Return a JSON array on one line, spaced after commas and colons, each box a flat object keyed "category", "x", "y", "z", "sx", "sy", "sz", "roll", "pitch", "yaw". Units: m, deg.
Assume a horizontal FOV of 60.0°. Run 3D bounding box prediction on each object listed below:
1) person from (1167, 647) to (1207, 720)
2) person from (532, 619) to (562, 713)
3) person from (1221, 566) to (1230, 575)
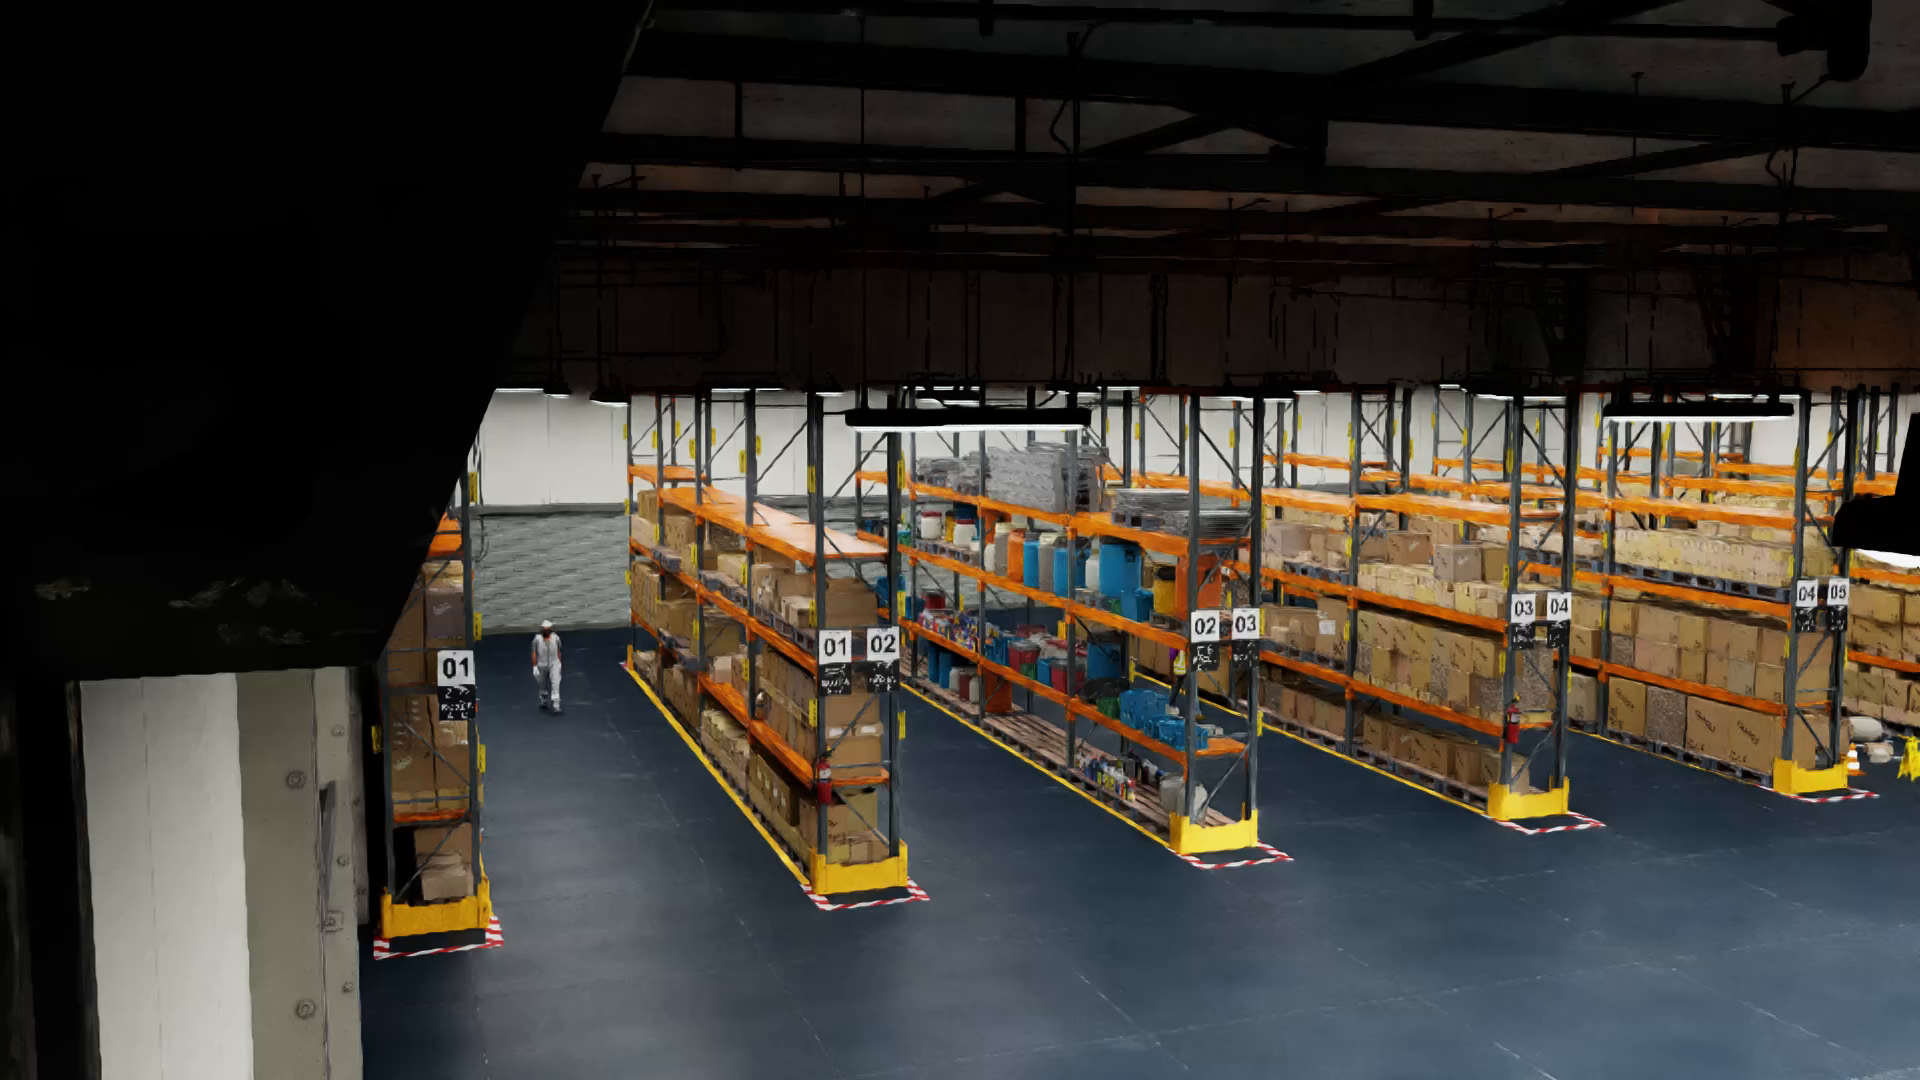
[{"category": "person", "x": 4.052, "y": 2.378, "z": 30.065, "sx": 0.577, "sy": 1.691, "sz": 1.121, "roll": -2, "pitch": 6, "yaw": -17}, {"category": "person", "x": -7.610, "y": 2.304, "z": 30.650, "sx": 0.546, "sy": 1.708, "sz": 1.123, "roll": -2, "pitch": 6, "yaw": -16}, {"category": "person", "x": 7.103, "y": 0.877, "z": 44.774, "sx": 0.614, "sy": 1.654, "sz": 0.441, "roll": 4, "pitch": 7, "yaw": 36}]
